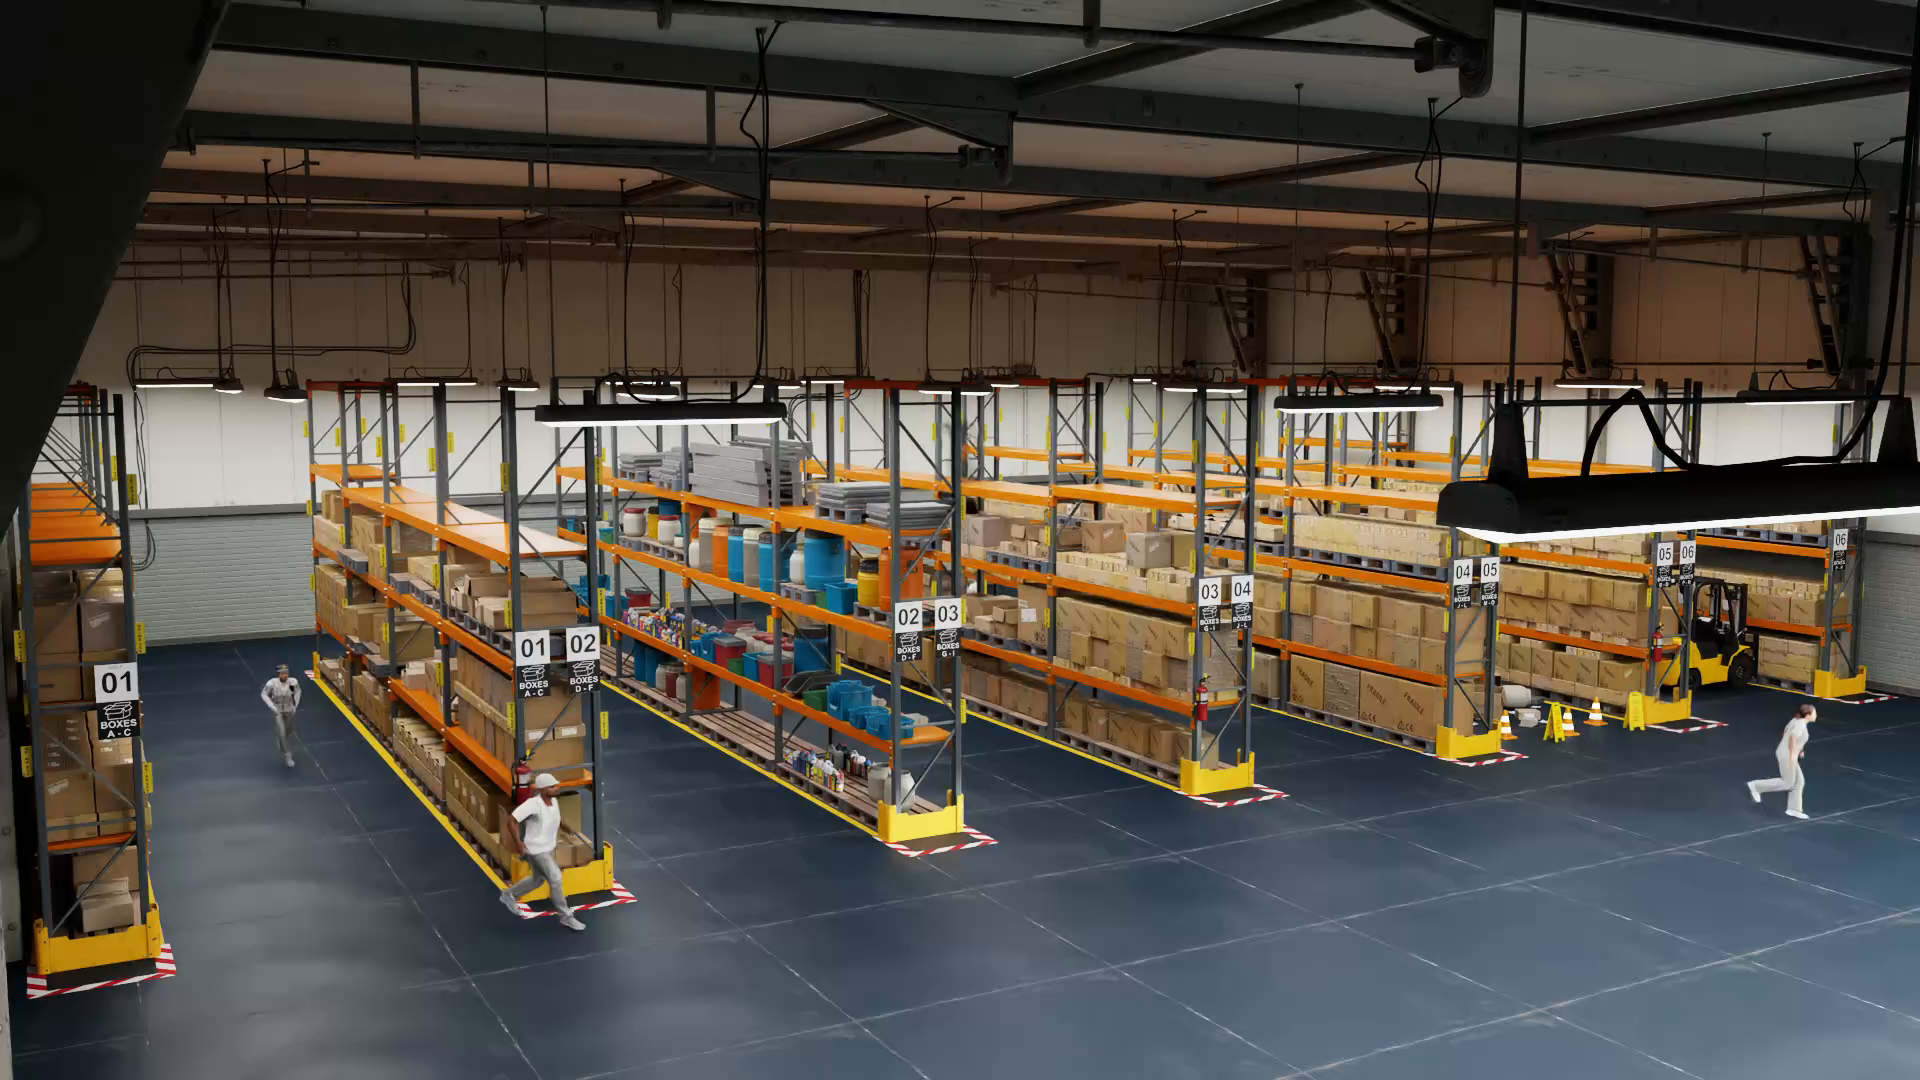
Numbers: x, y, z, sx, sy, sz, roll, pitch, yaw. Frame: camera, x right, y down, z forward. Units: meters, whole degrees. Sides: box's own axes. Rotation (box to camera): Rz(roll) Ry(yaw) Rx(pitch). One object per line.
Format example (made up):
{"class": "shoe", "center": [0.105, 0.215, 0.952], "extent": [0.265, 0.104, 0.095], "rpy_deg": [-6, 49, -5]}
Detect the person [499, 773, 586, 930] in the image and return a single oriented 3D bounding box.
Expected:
{"class": "person", "center": [-4.712, 3.473, 18.643], "extent": [1.042, 1.765, 0.728], "rpy_deg": [1, 6, 13]}

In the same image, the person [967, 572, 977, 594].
{"class": "person", "center": [0.376, 1.509, 37.591], "extent": [0.605, 1.672, 0.841], "rpy_deg": [-4, 7, -31]}

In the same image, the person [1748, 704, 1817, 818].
{"class": "person", "center": [11.523, 3.083, 23.324], "extent": [0.838, 1.619, 0.563], "rpy_deg": [1, 6, 11]}

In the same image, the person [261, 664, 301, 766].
{"class": "person", "center": [-10.793, 2.730, 26.448], "extent": [0.605, 1.635, 0.856], "rpy_deg": [-3, 7, -29]}
